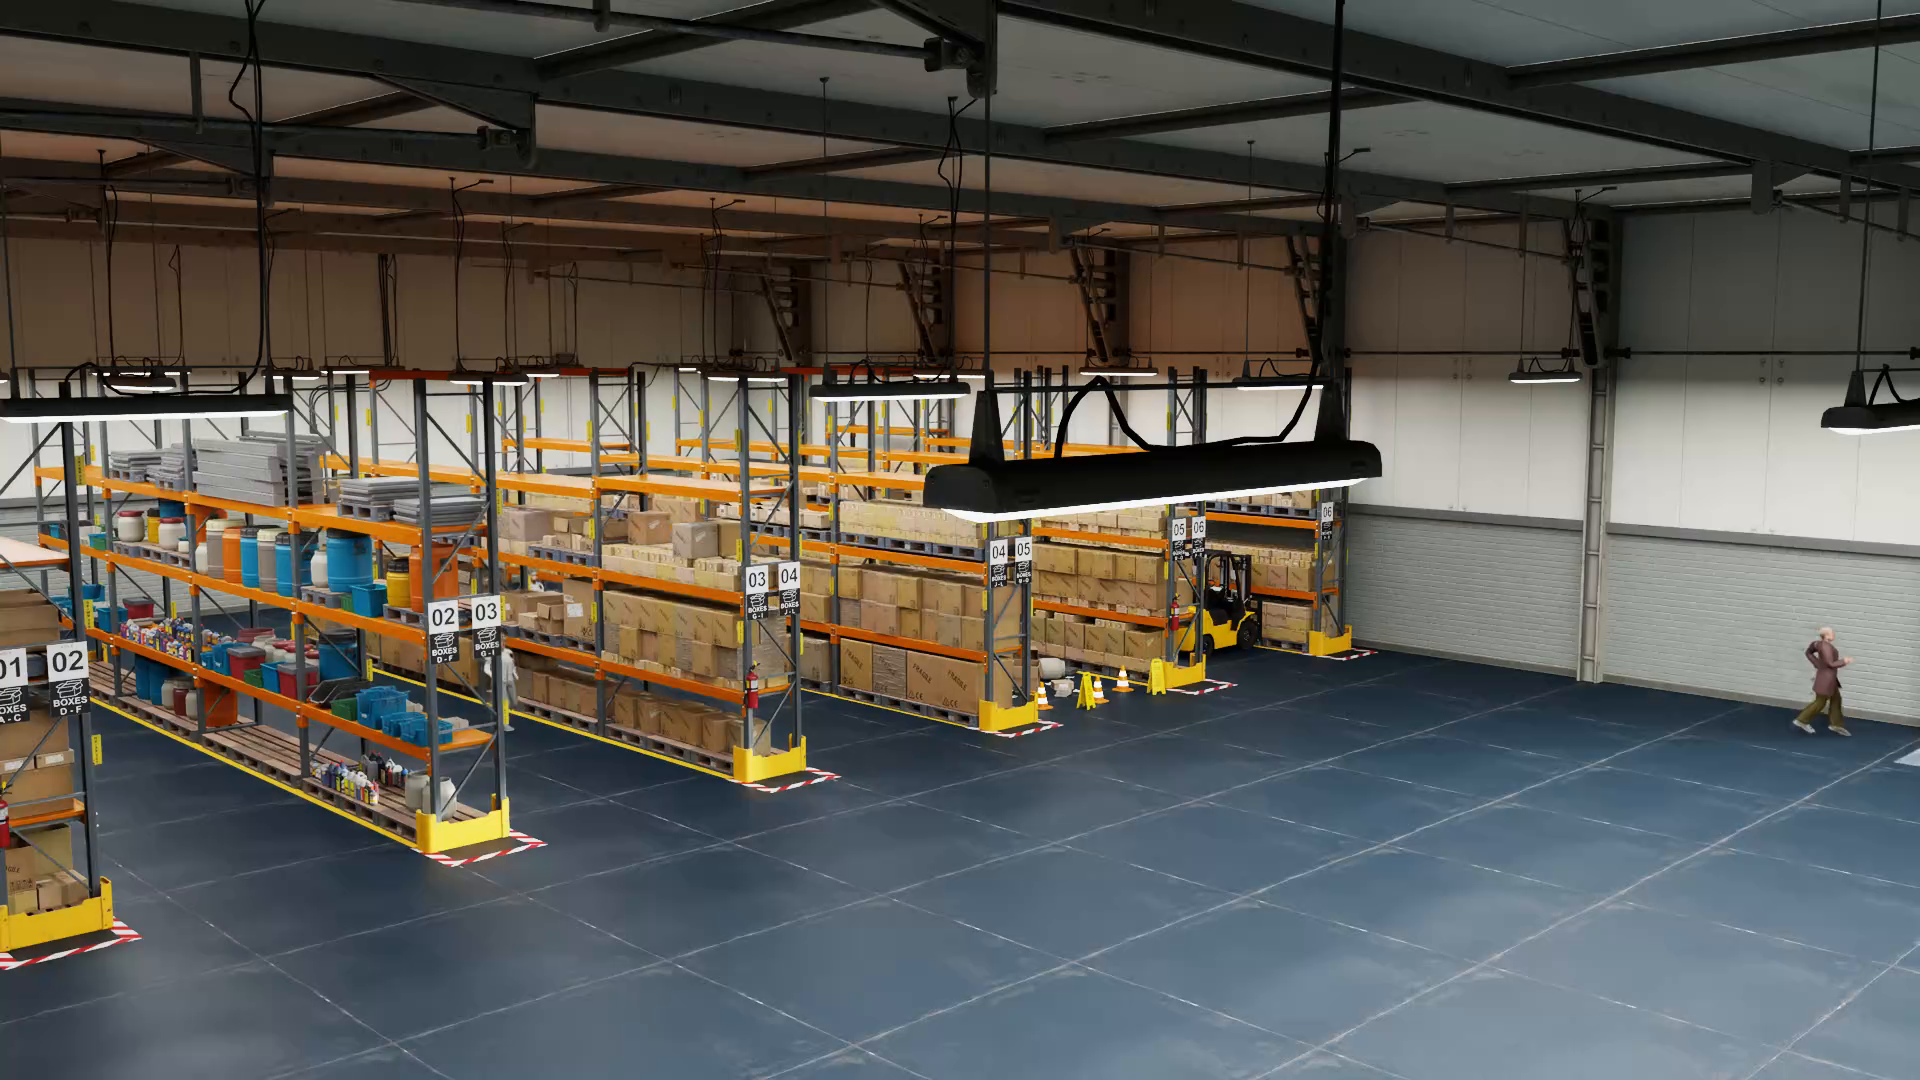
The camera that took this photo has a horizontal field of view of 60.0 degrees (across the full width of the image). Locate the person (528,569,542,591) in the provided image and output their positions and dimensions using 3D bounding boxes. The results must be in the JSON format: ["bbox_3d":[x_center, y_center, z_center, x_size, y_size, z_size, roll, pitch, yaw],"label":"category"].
[{"bbox_3d":[-9.205,1.450,35.947,0.373,1.660,0.767,-6,9,-41],"label":"person"}]

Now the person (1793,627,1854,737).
[{"bbox_3d":[14.278,2.333,27.443,0.896,1.816,0.693,3,7,22],"label":"person"}]

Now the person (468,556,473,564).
[{"bbox_3d":[-11.543,1.089,39.342,0.573,1.678,0.651,1,7,12],"label":"person"}]

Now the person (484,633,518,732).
[{"bbox_3d":[-7.671,2.369,27.867,0.560,1.647,0.614,5,8,40],"label":"person"}]
